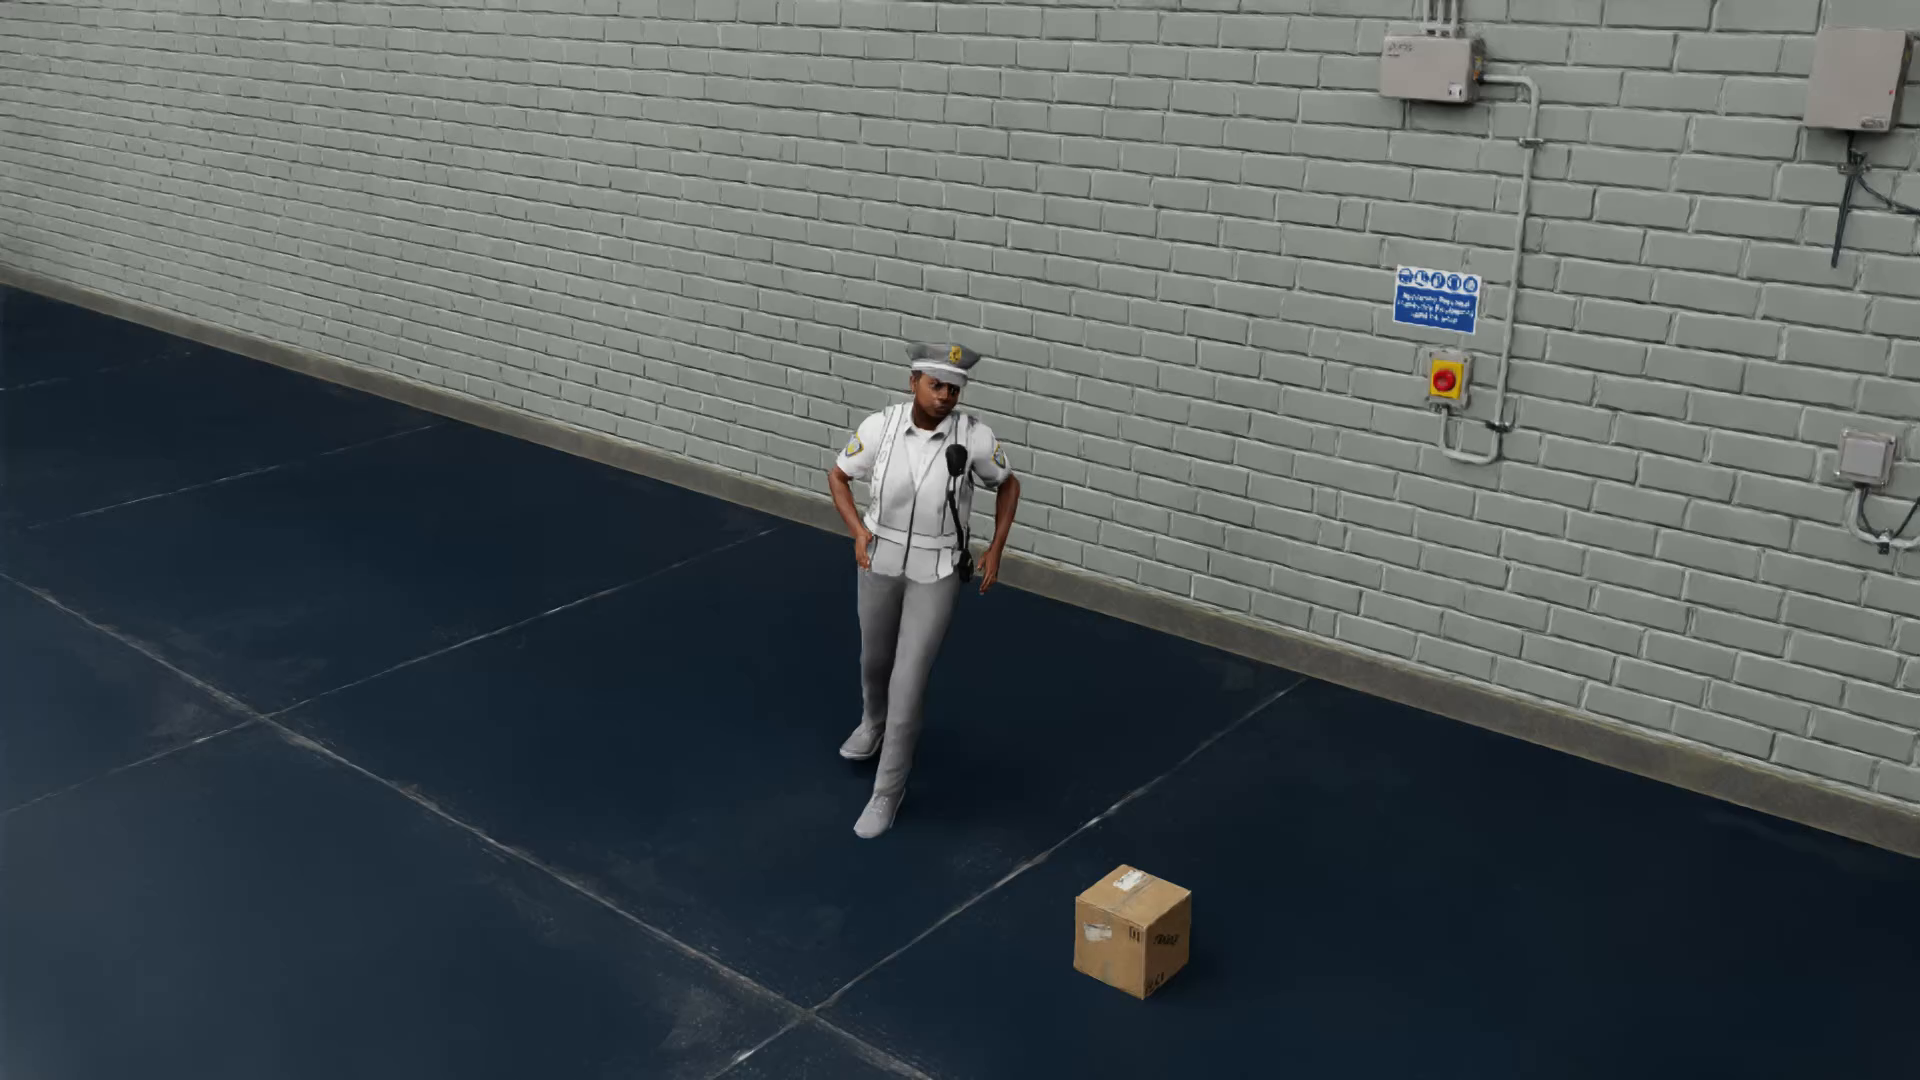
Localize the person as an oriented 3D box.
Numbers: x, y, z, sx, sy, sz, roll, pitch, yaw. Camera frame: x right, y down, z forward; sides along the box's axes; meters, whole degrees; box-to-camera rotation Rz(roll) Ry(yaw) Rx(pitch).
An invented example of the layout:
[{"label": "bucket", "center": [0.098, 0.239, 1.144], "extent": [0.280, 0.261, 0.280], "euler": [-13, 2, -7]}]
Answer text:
[{"label": "person", "center": [-0.146, 0.134, 5.716], "extent": [0.658, 1.719, 0.704], "euler": [4, 21, 10]}]
